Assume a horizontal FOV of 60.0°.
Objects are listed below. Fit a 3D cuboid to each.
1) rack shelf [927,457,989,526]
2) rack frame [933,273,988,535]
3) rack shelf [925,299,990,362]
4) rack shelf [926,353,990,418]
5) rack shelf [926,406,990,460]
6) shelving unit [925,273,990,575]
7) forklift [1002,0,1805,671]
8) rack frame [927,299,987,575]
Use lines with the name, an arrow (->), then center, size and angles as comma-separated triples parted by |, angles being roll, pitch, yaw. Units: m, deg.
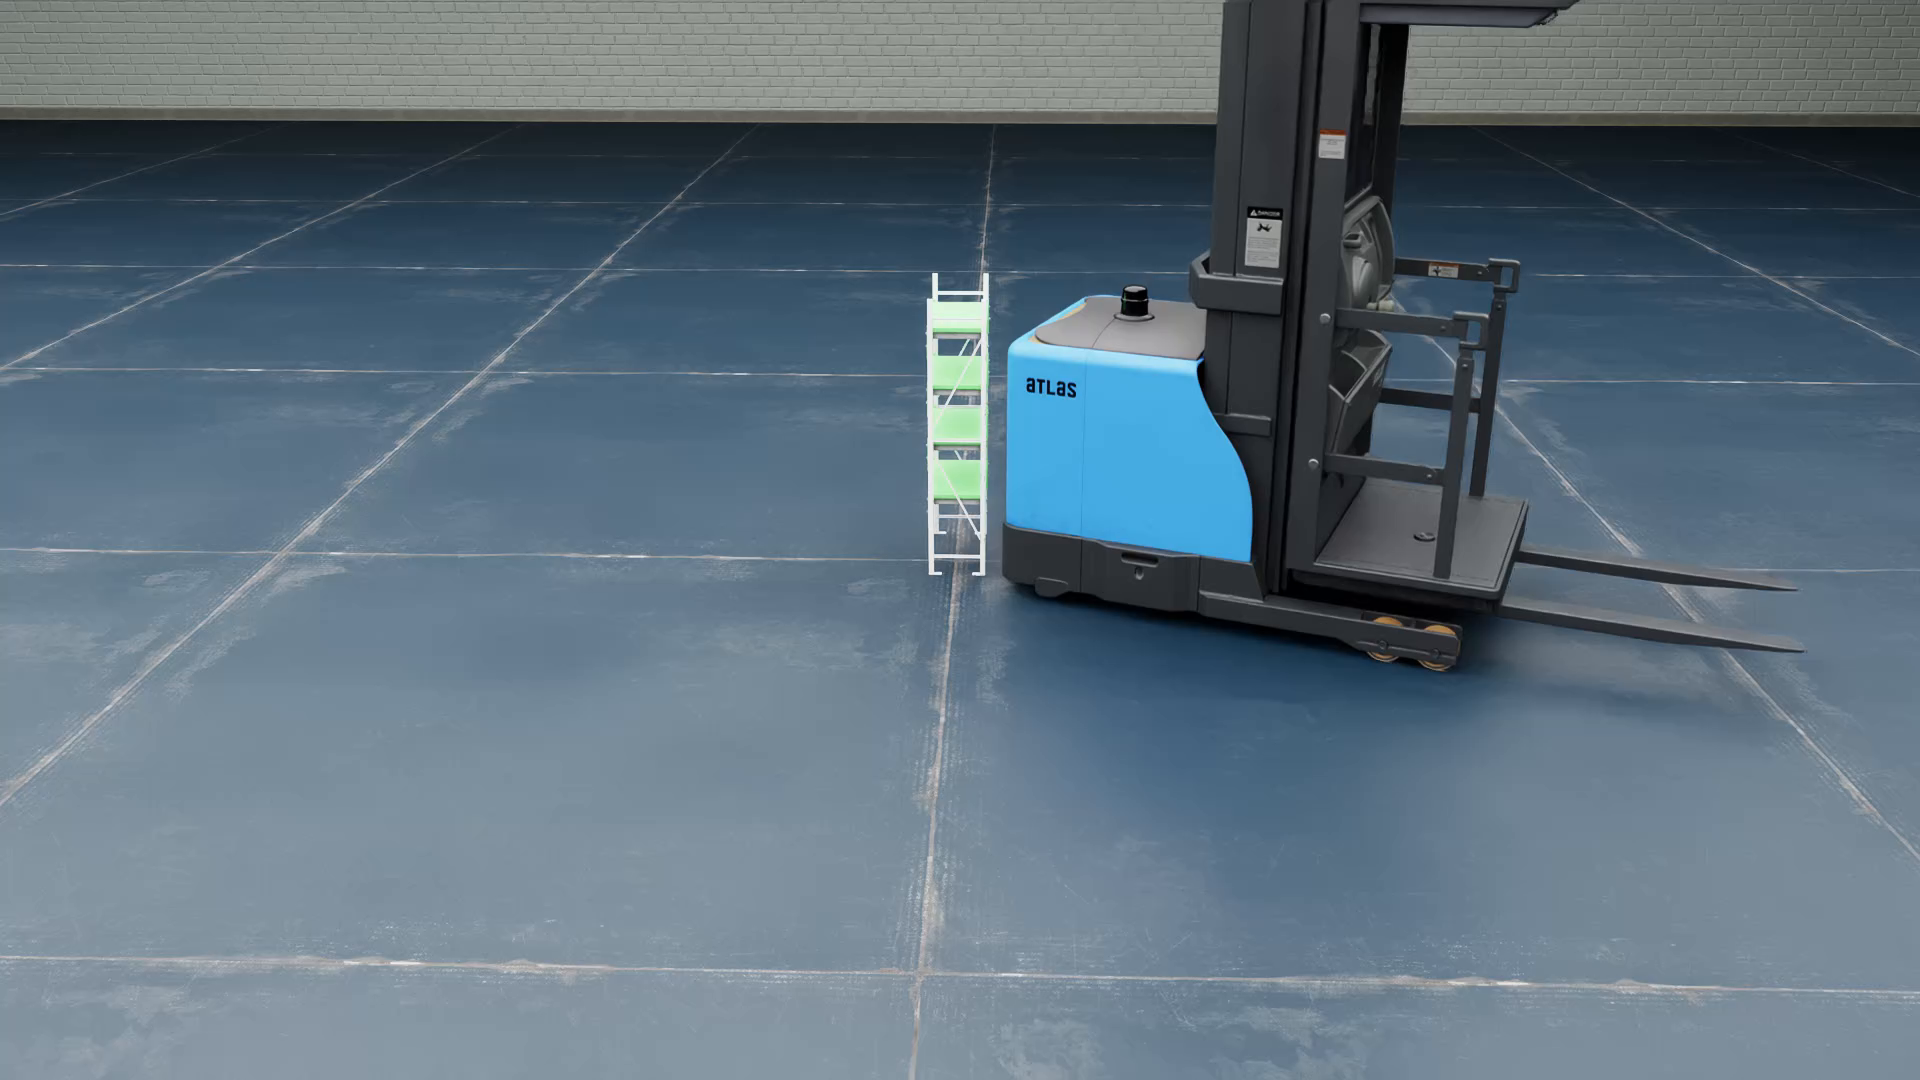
rack shelf -> -0.005, -0.216, 7.268 | 0.258, 0.148, 0.480 | 1, 21, 2
rack frame -> 0.002, -0.588, 7.385 | 0.240, 1.200, 0.015 | 1, 21, 2
rack shelf -> -0.005, -0.887, 7.007 | 0.258, 0.148, 0.480 | 1, 21, 2
rack shelf -> -0.005, -0.664, 7.094 | 0.258, 0.148, 0.480 | 1, 21, 2
rack shelf -> -0.005, -0.440, 7.181 | 0.258, 0.148, 0.480 | 1, 21, 2
shelving unit -> -0.005, -0.500, 7.158 | 0.258, 1.200, 0.503 | 1, 21, 2
forklift -> 1.741, -1.094, 6.295 | 3.031, 2.935, 1.130 | 9, 23, 22
rack frame -> -0.012, -0.411, 6.930 | 0.240, 1.200, 0.015 | 1, 21, 2
